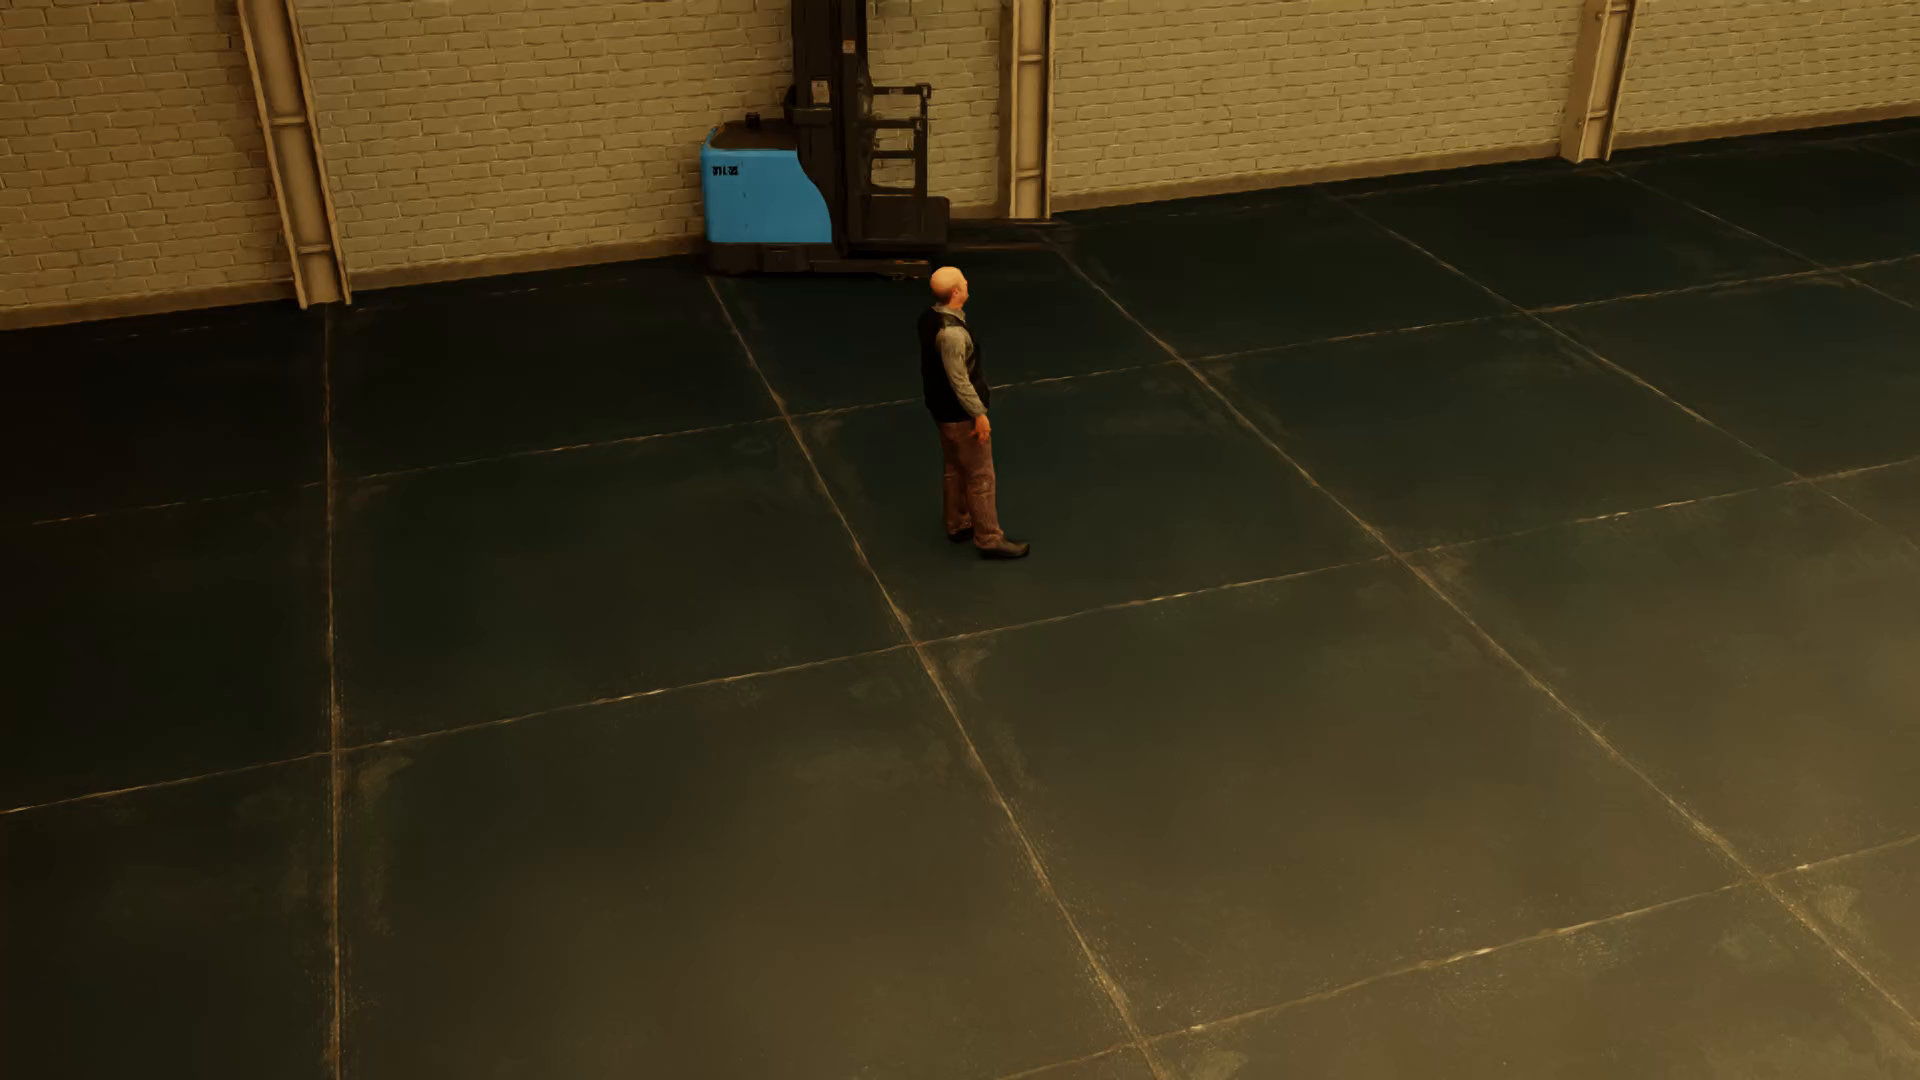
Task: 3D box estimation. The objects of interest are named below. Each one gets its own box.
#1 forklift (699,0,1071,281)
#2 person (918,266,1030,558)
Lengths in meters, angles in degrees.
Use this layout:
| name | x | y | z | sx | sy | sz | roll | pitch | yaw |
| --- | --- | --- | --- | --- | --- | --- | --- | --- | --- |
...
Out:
| name | x | y | z | sx | sy | sz | roll | pitch | yaw |
| --- | --- | --- | --- | --- | --- | --- | --- | --- | --- |
| forklift | -0.586 | -3.684 | 13.490 | 3.031 | 2.935 | 1.130 | 1 | 30 | 1 |
| person | 0.062 | -0.759 | 9.604 | 0.567 | 1.720 | 0.632 | -10 | 31 | -16 |
